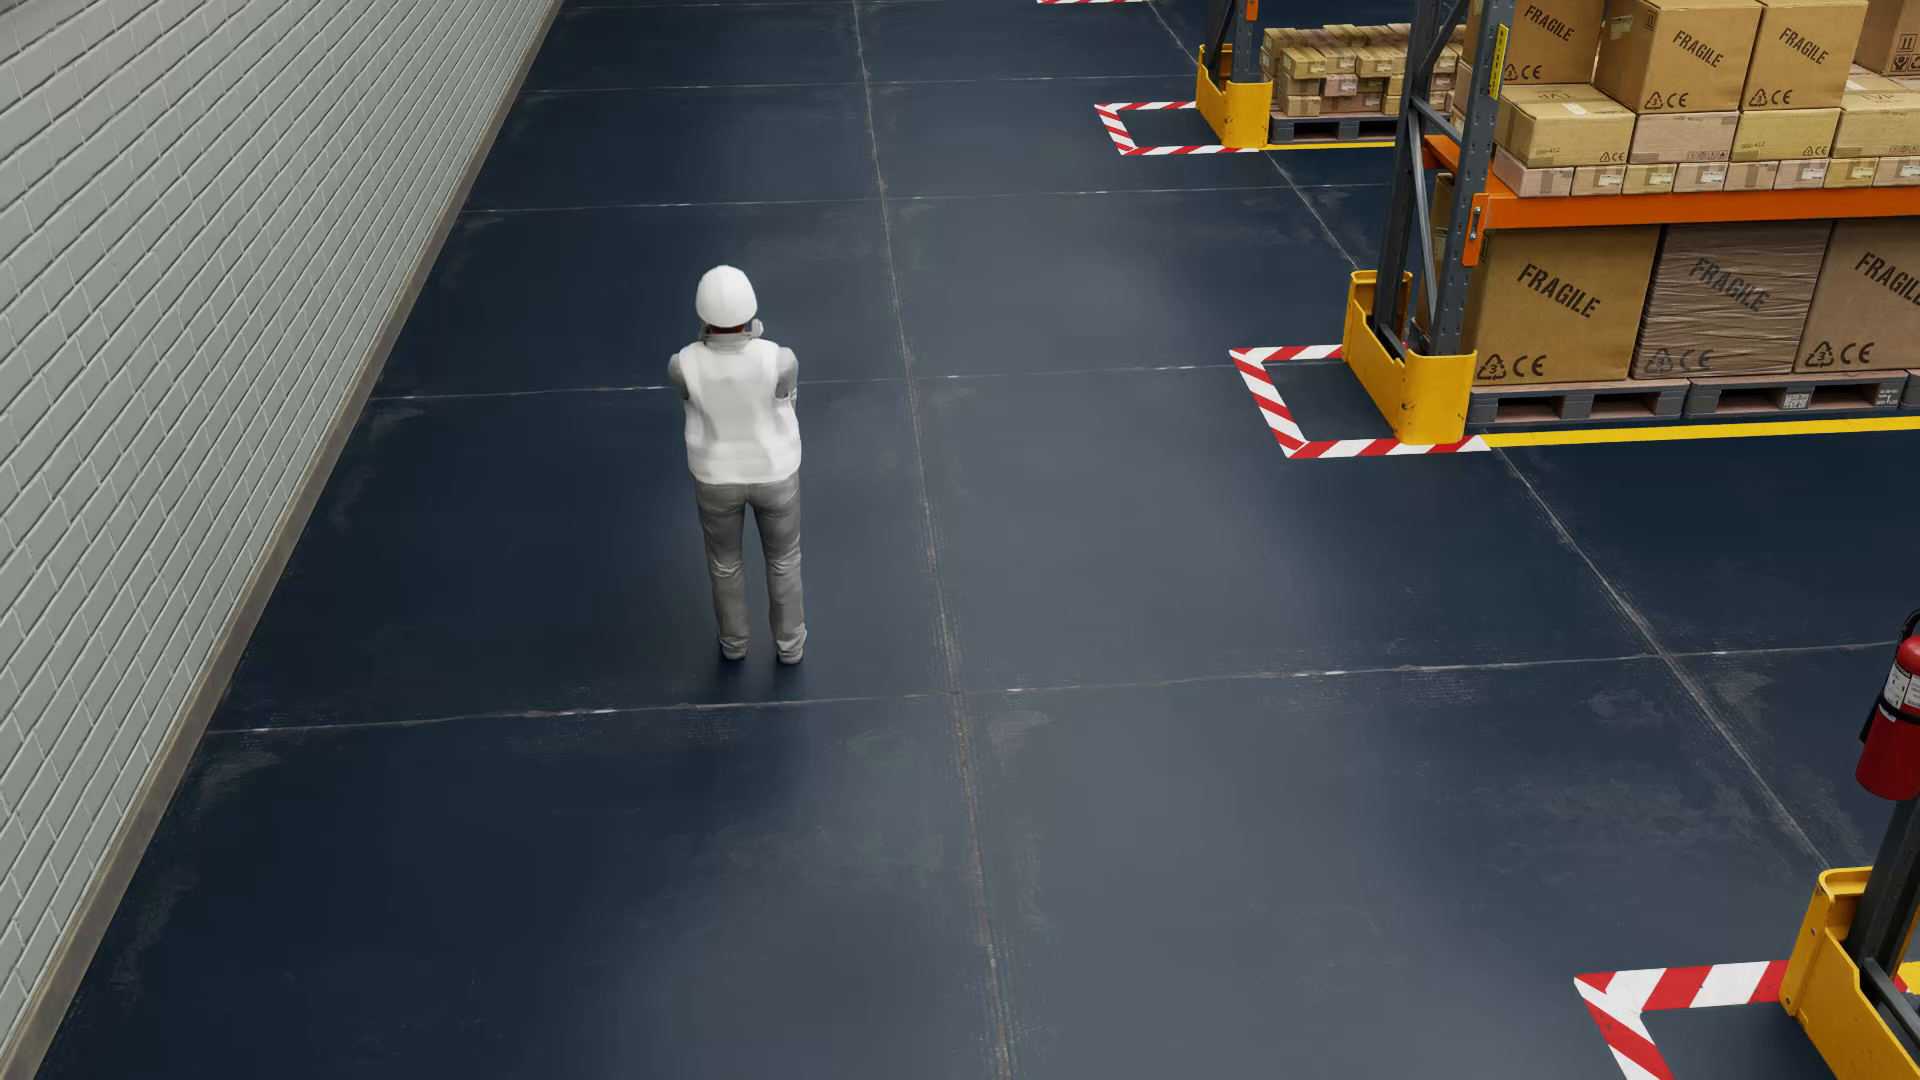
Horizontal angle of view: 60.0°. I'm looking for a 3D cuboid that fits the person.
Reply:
[{"bbox_3d":[-0.872,-0.320,6.651,0.494,1.762,0.556,-3,31,-4],"label":"person"}]
